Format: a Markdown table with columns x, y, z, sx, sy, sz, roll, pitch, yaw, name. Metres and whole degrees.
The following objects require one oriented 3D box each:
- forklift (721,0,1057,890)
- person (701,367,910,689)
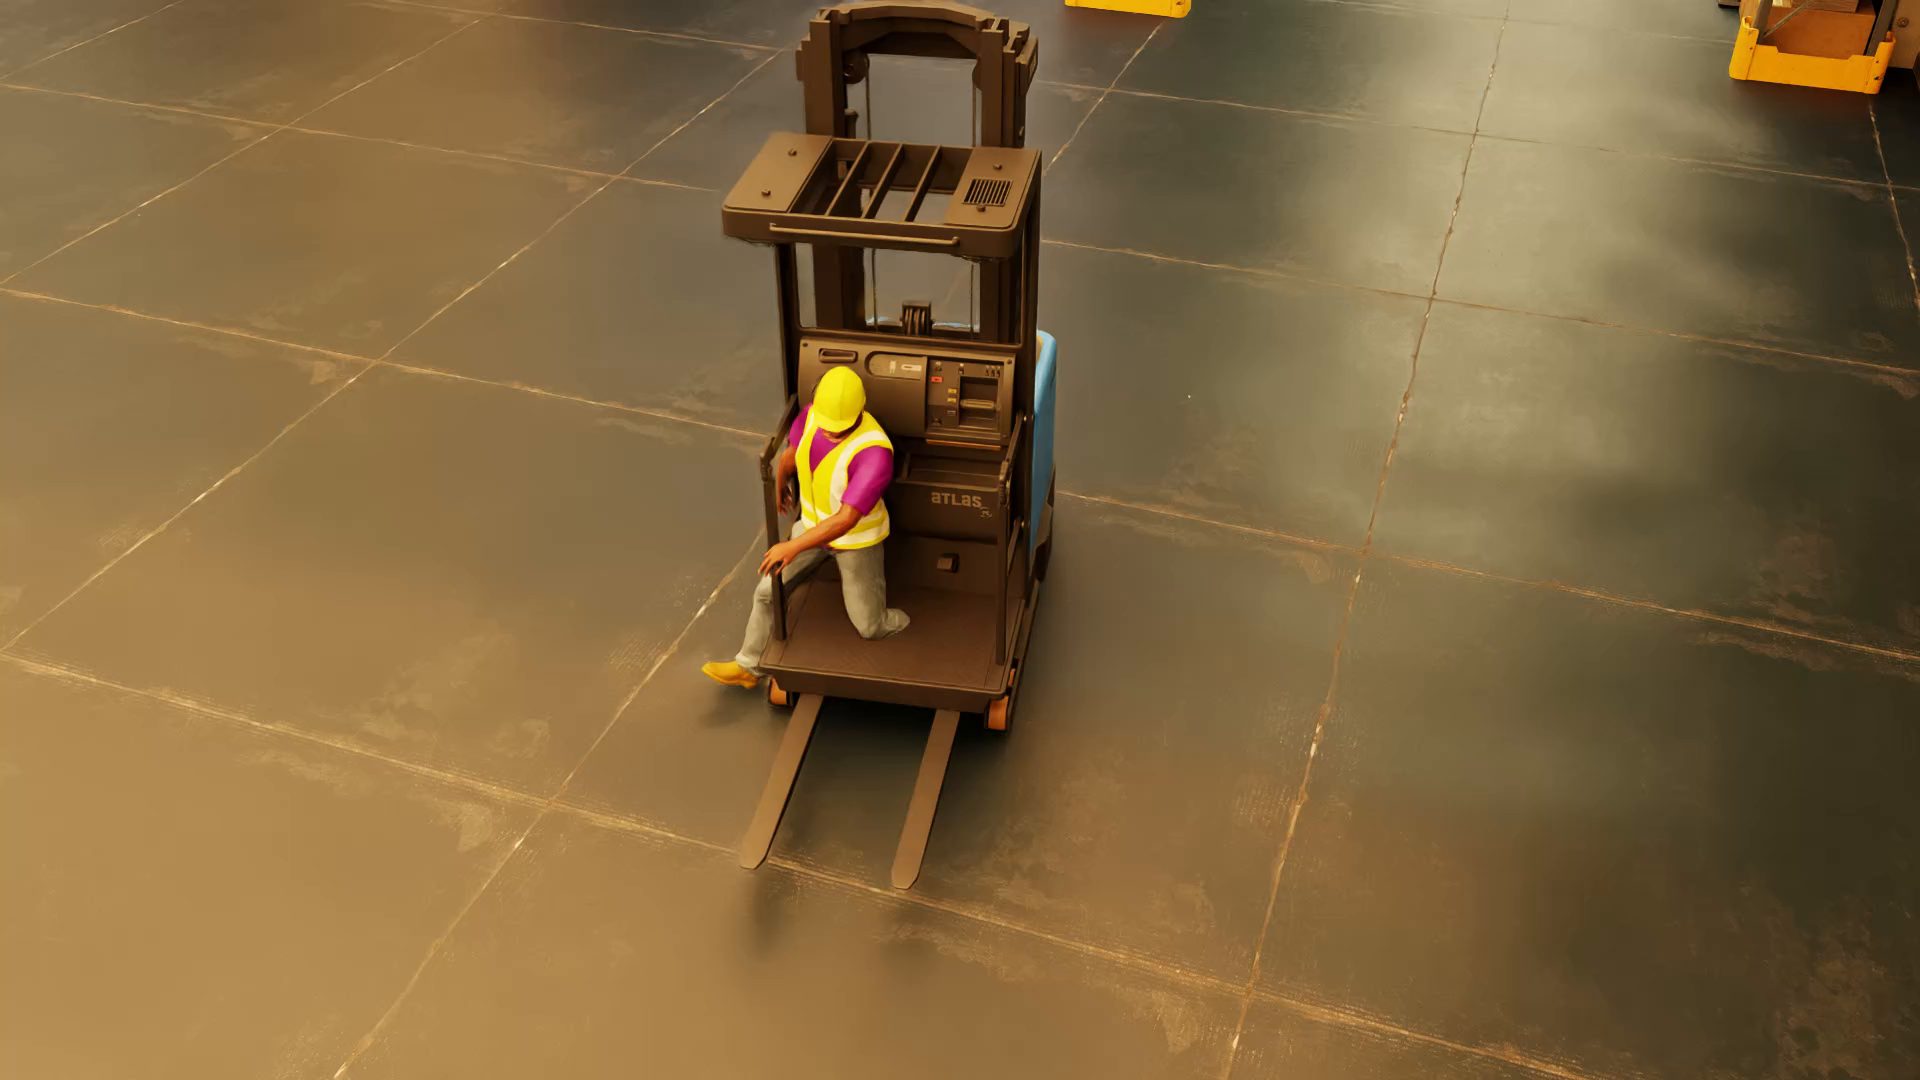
| x | y | z | sx | sy | sz | roll | pitch | yaw | name |
| --- | --- | --- | --- | --- | --- | --- | --- | --- | --- |
| -0.265 | -0.570 | 6.915 | 1.130 | 2.935 | 3.031 | 6 | 36 | 8 | forklift |
| -0.656 | -0.039 | 7.286 | 0.991 | 1.653 | 0.807 | -29 | 44 | -34 | person |
